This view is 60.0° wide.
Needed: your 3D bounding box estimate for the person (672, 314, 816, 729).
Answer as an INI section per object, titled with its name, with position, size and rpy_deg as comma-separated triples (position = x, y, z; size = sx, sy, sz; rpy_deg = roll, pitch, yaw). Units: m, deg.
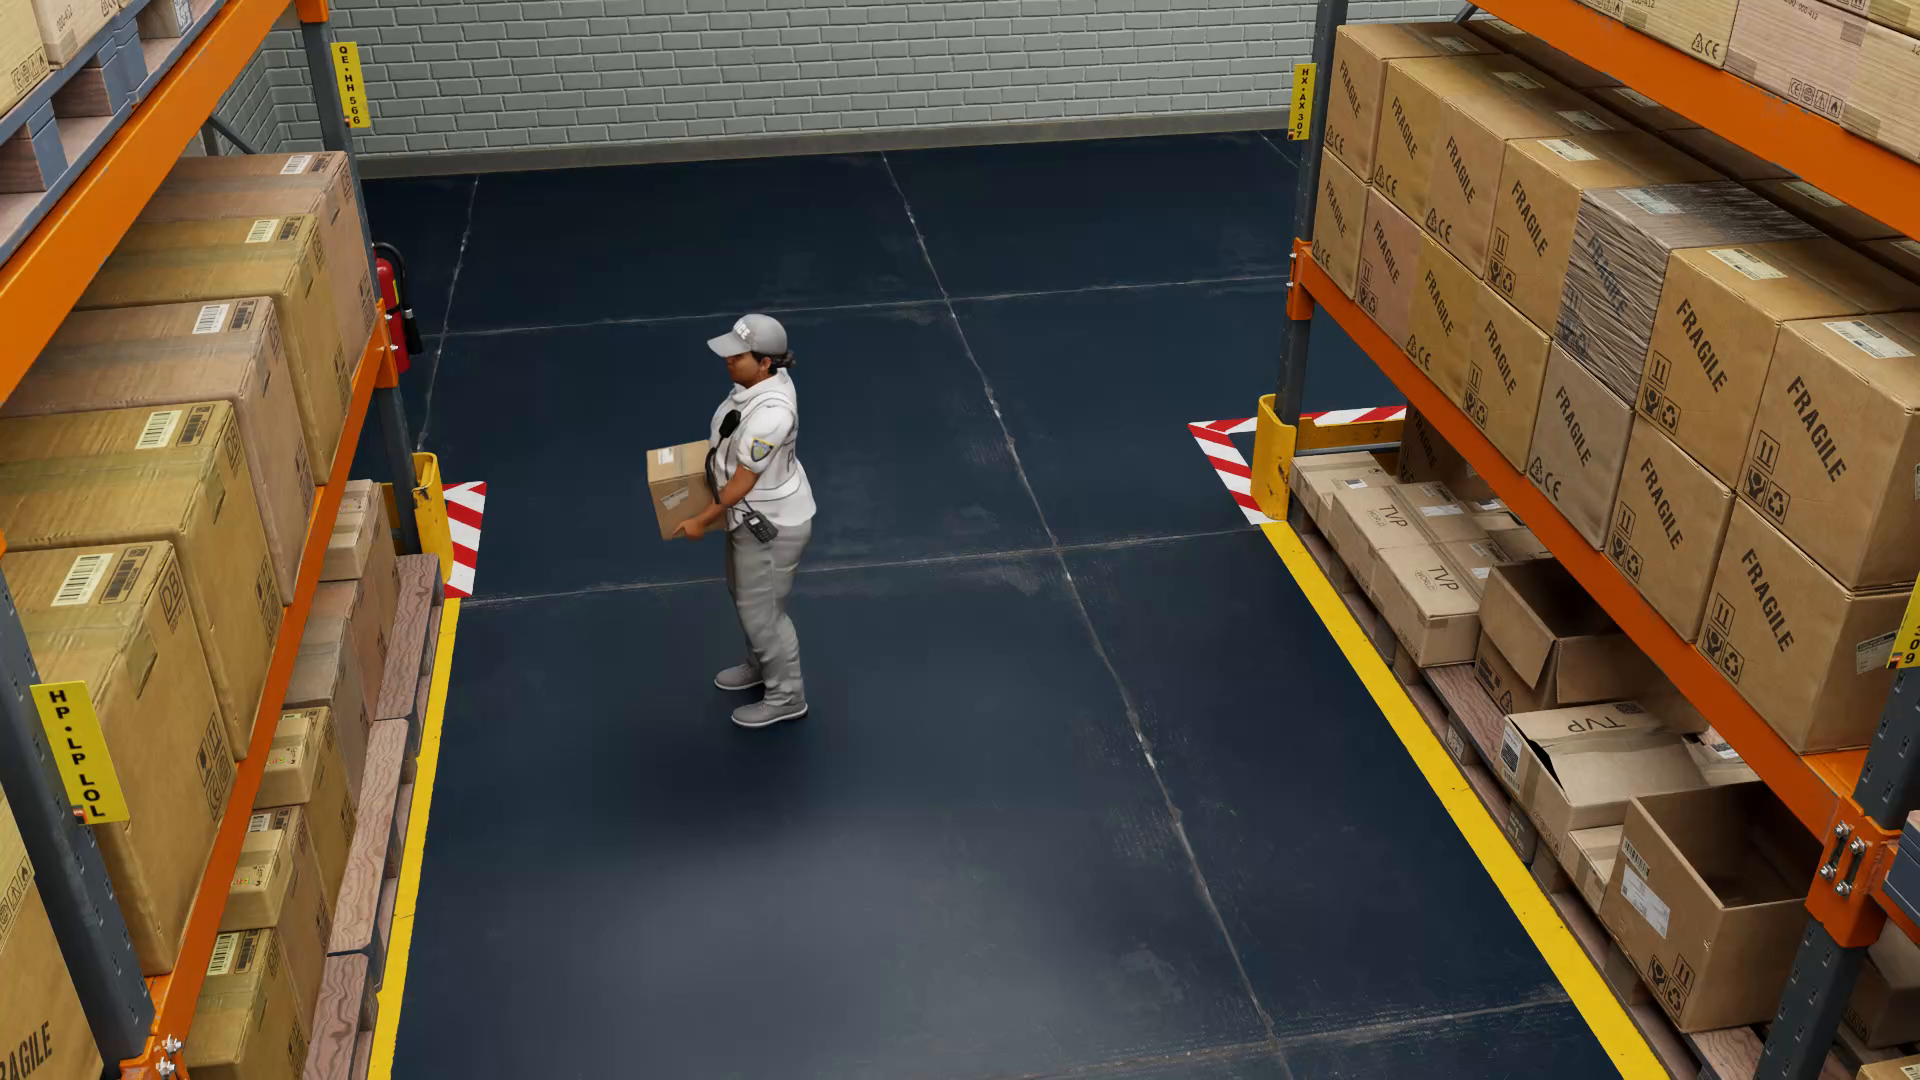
[person]
position = -0.812, -0.069, 6.255
size = 0.539, 1.662, 0.452
rpy_deg = -5, 31, -9
